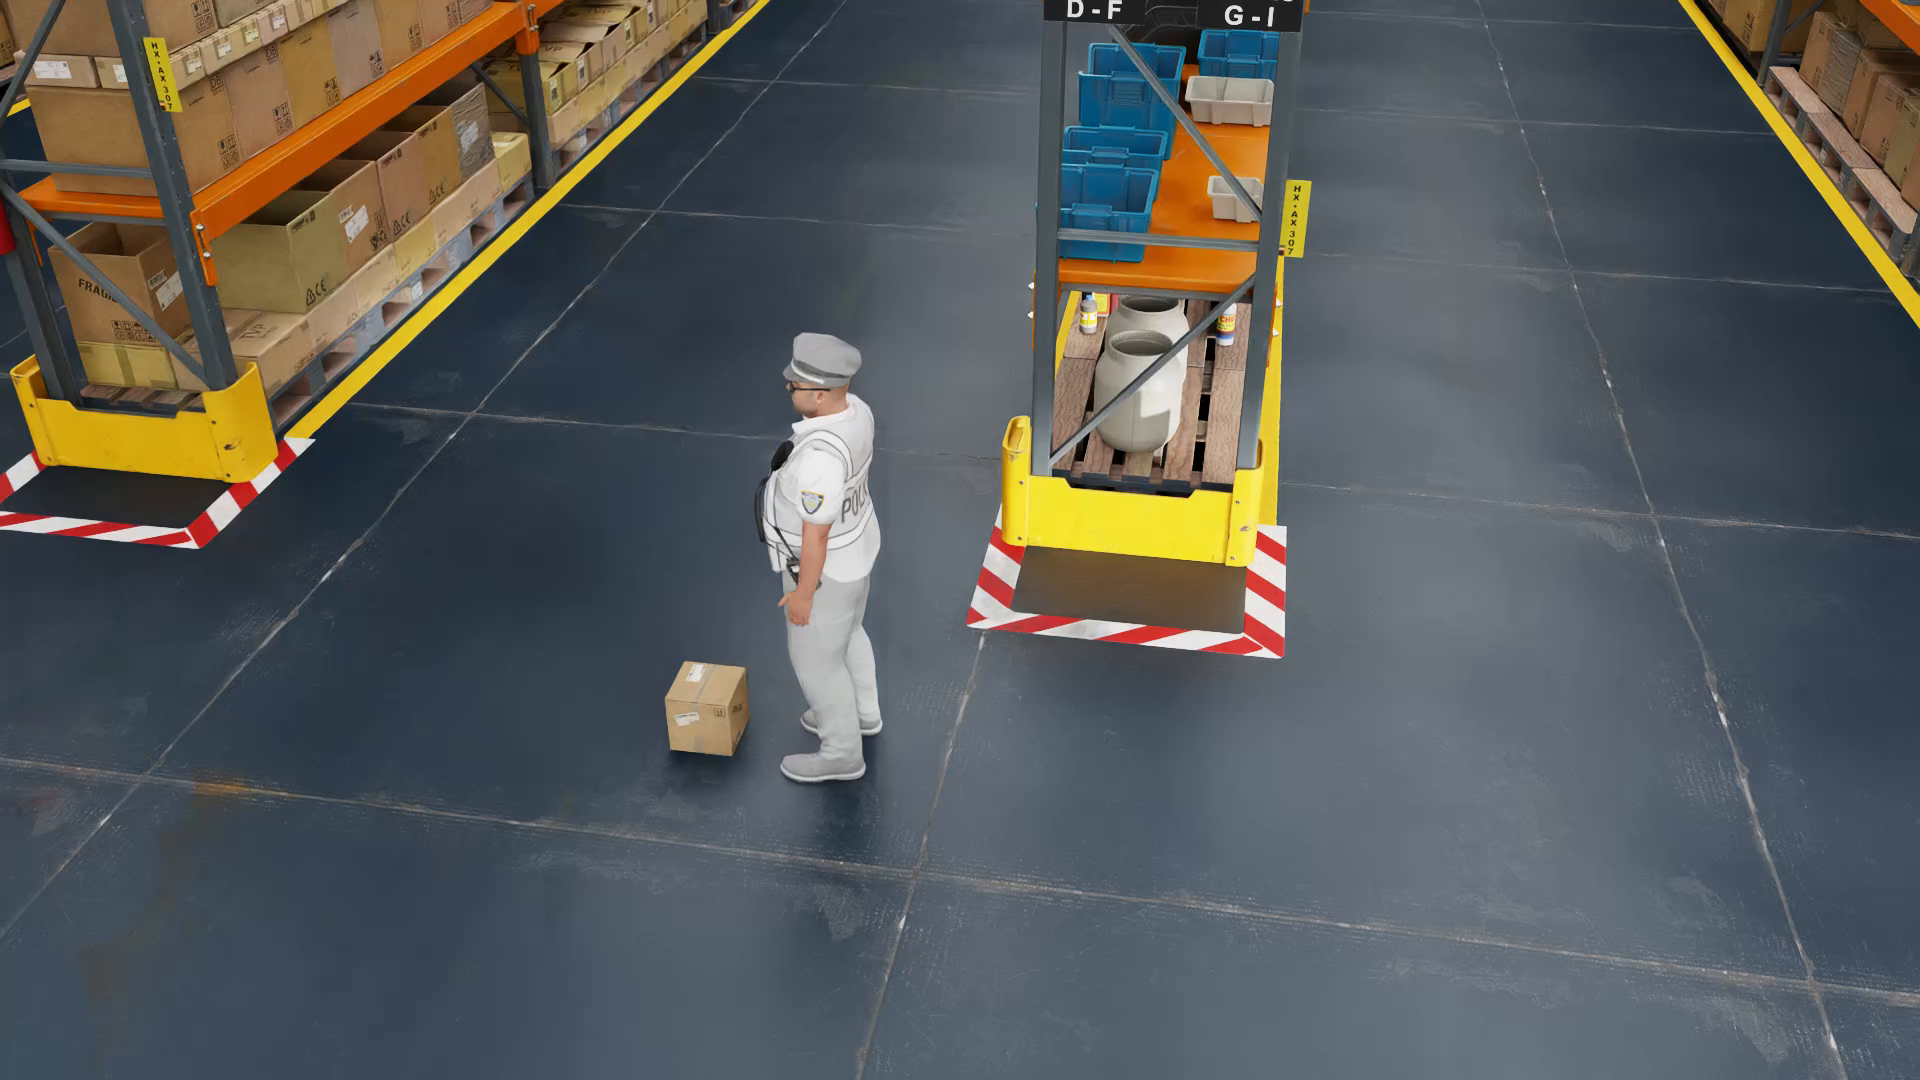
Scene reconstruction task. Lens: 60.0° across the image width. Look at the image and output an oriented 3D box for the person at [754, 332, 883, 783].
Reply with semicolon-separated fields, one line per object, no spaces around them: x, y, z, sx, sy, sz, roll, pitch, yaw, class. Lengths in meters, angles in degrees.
-0.499;0.076;6.004;0.389;1.769;0.525;6;33;9;person
